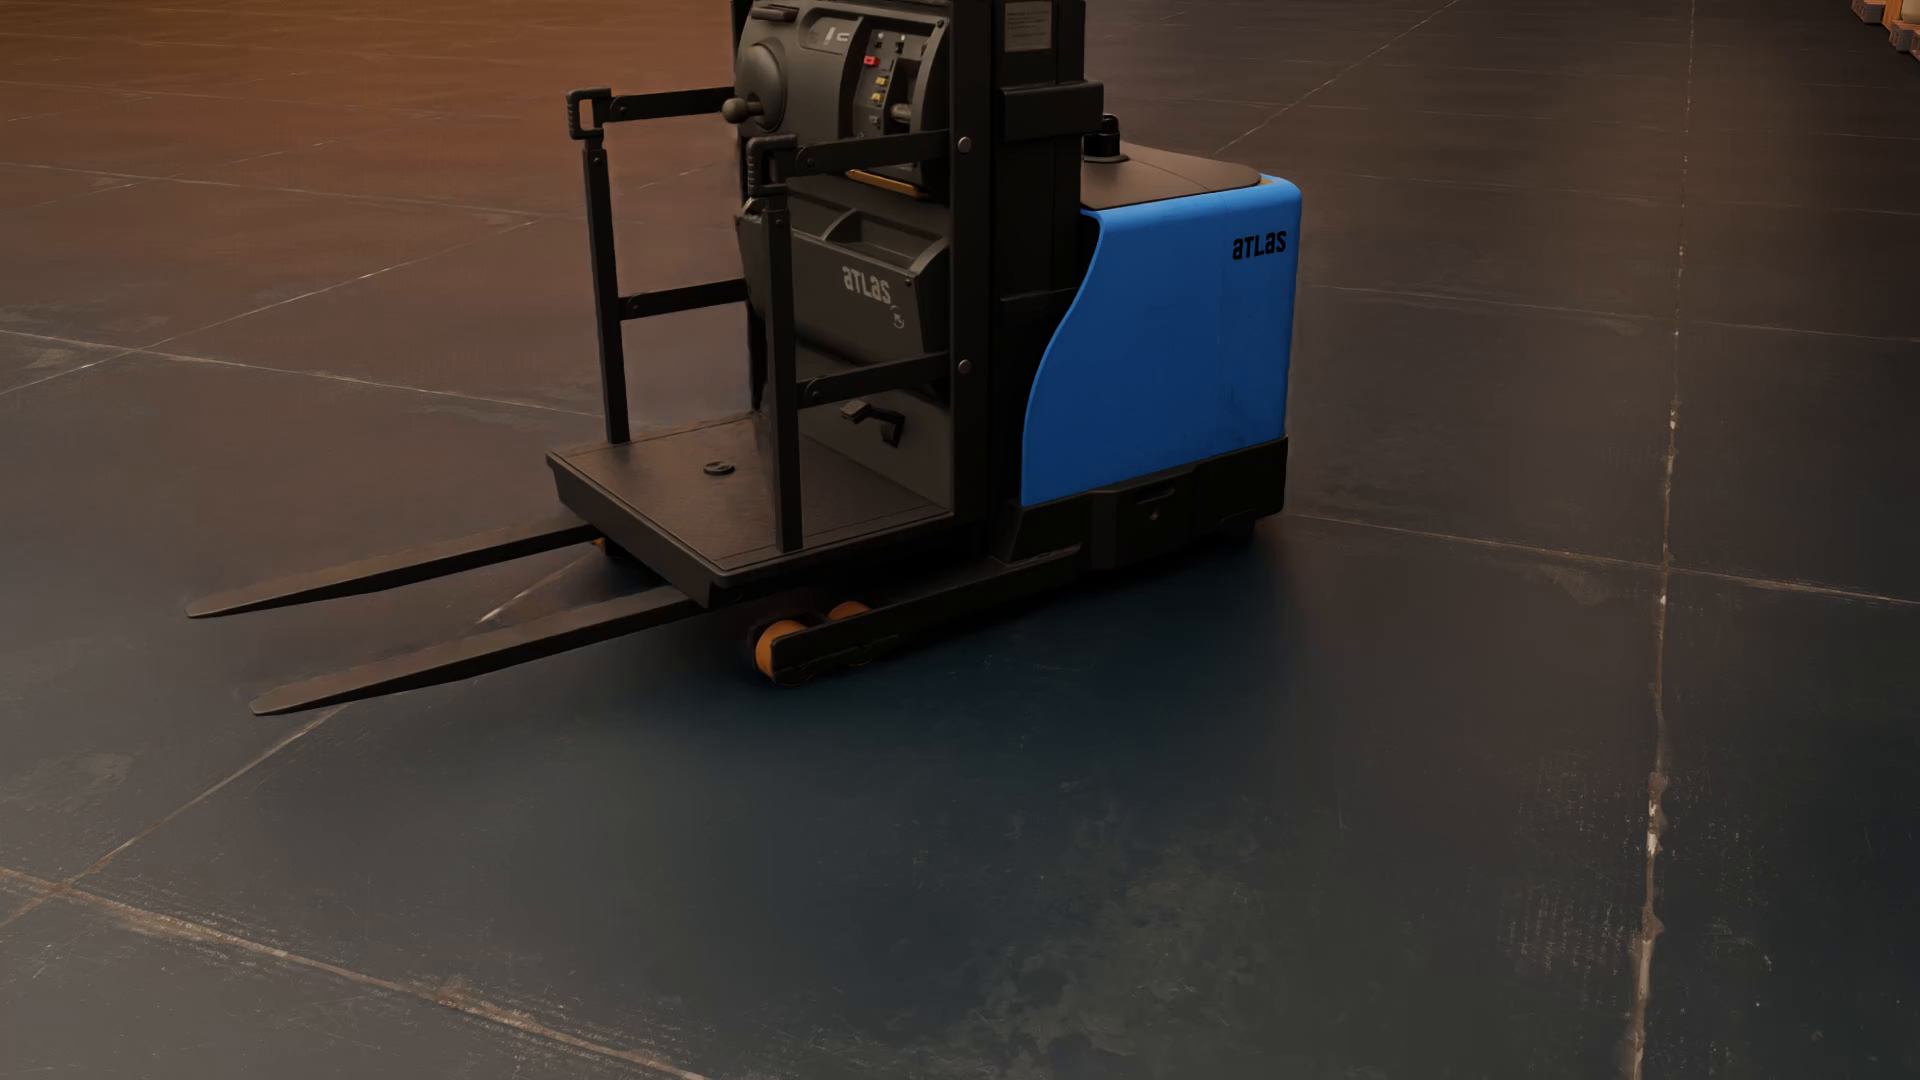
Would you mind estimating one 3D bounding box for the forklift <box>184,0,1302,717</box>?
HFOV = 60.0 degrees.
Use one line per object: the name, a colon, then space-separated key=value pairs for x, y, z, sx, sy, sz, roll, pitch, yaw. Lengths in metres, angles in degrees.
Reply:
forklift: x=-0.493 y=-1.212 z=4.191 sx=3.031 sy=2.935 sz=1.130 roll=-15 pitch=27 yaw=-32
